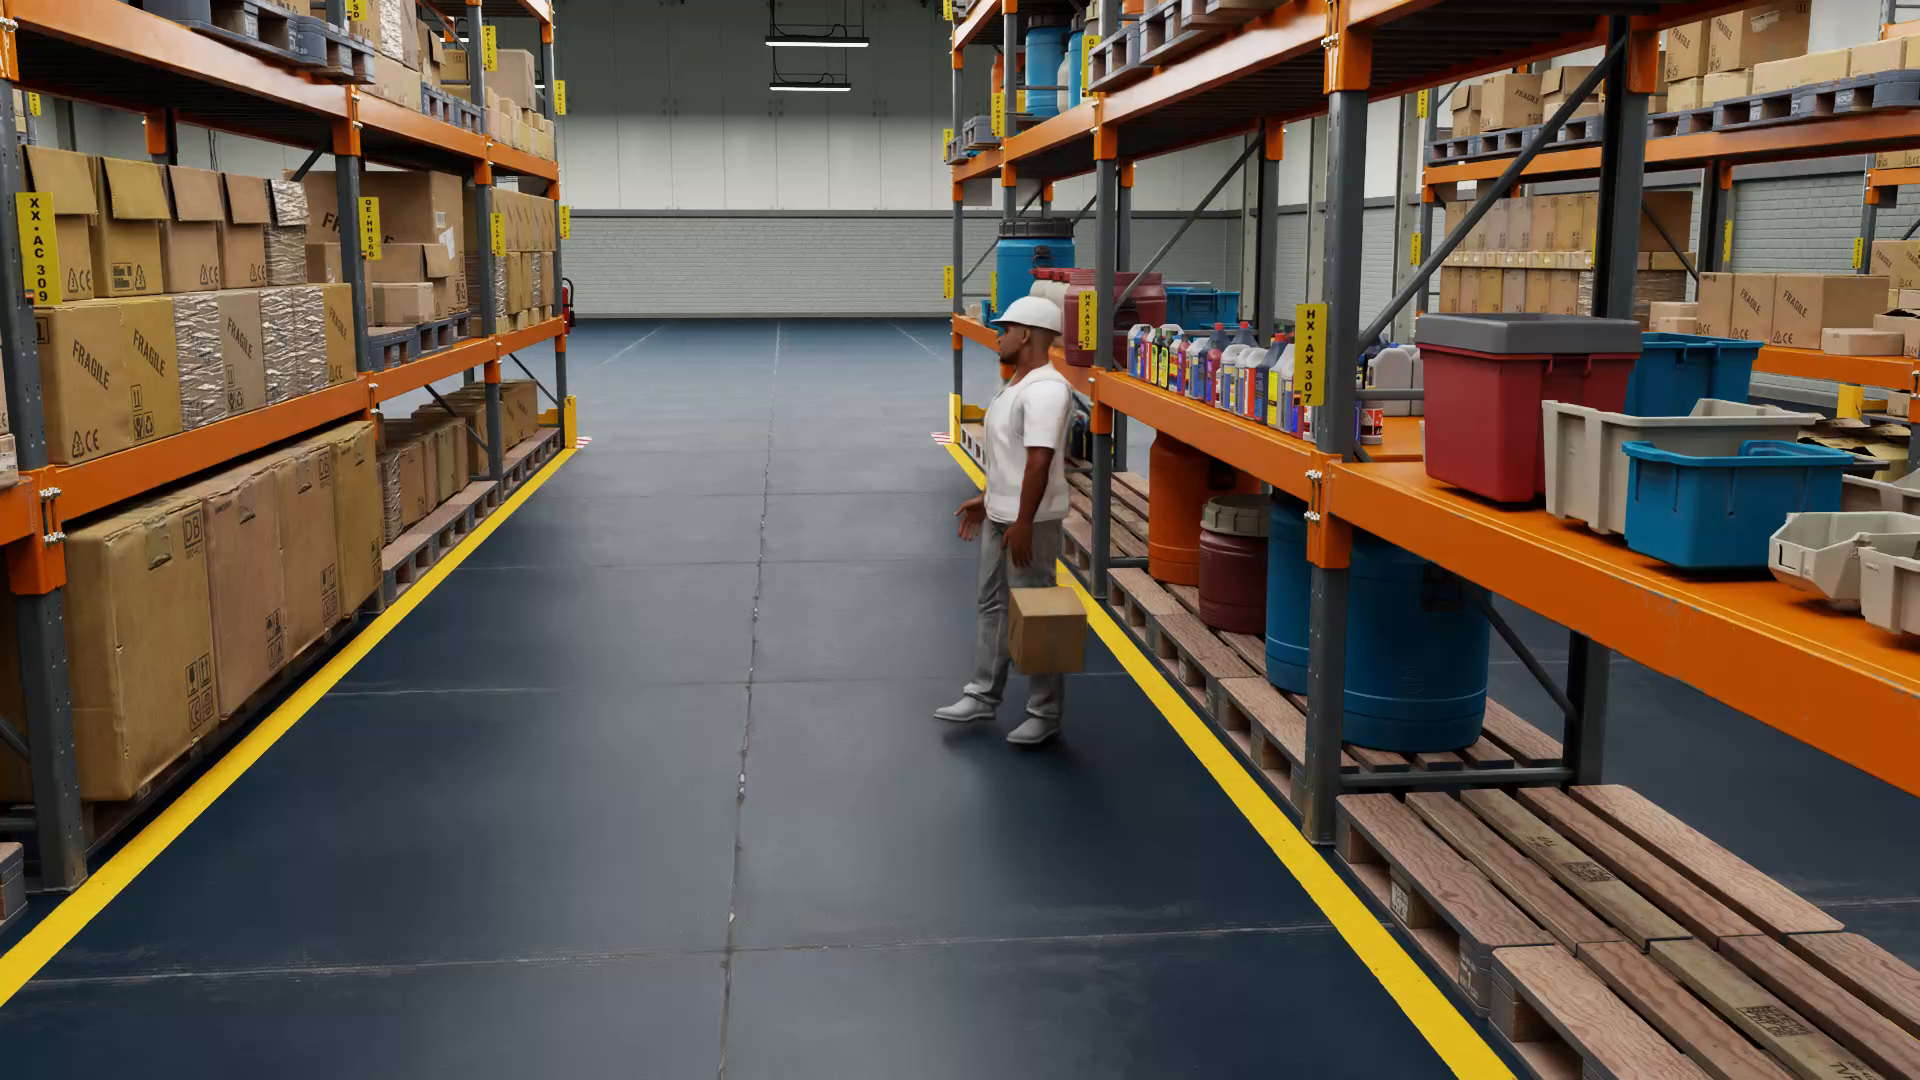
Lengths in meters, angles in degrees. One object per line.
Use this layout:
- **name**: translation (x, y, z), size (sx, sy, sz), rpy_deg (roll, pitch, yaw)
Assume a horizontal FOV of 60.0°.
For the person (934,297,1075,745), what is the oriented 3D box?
- **person**: translation (0.179, -0.082, 6.678), size (0.550, 1.768, 0.575), rpy_deg (-3, 10, -14)
